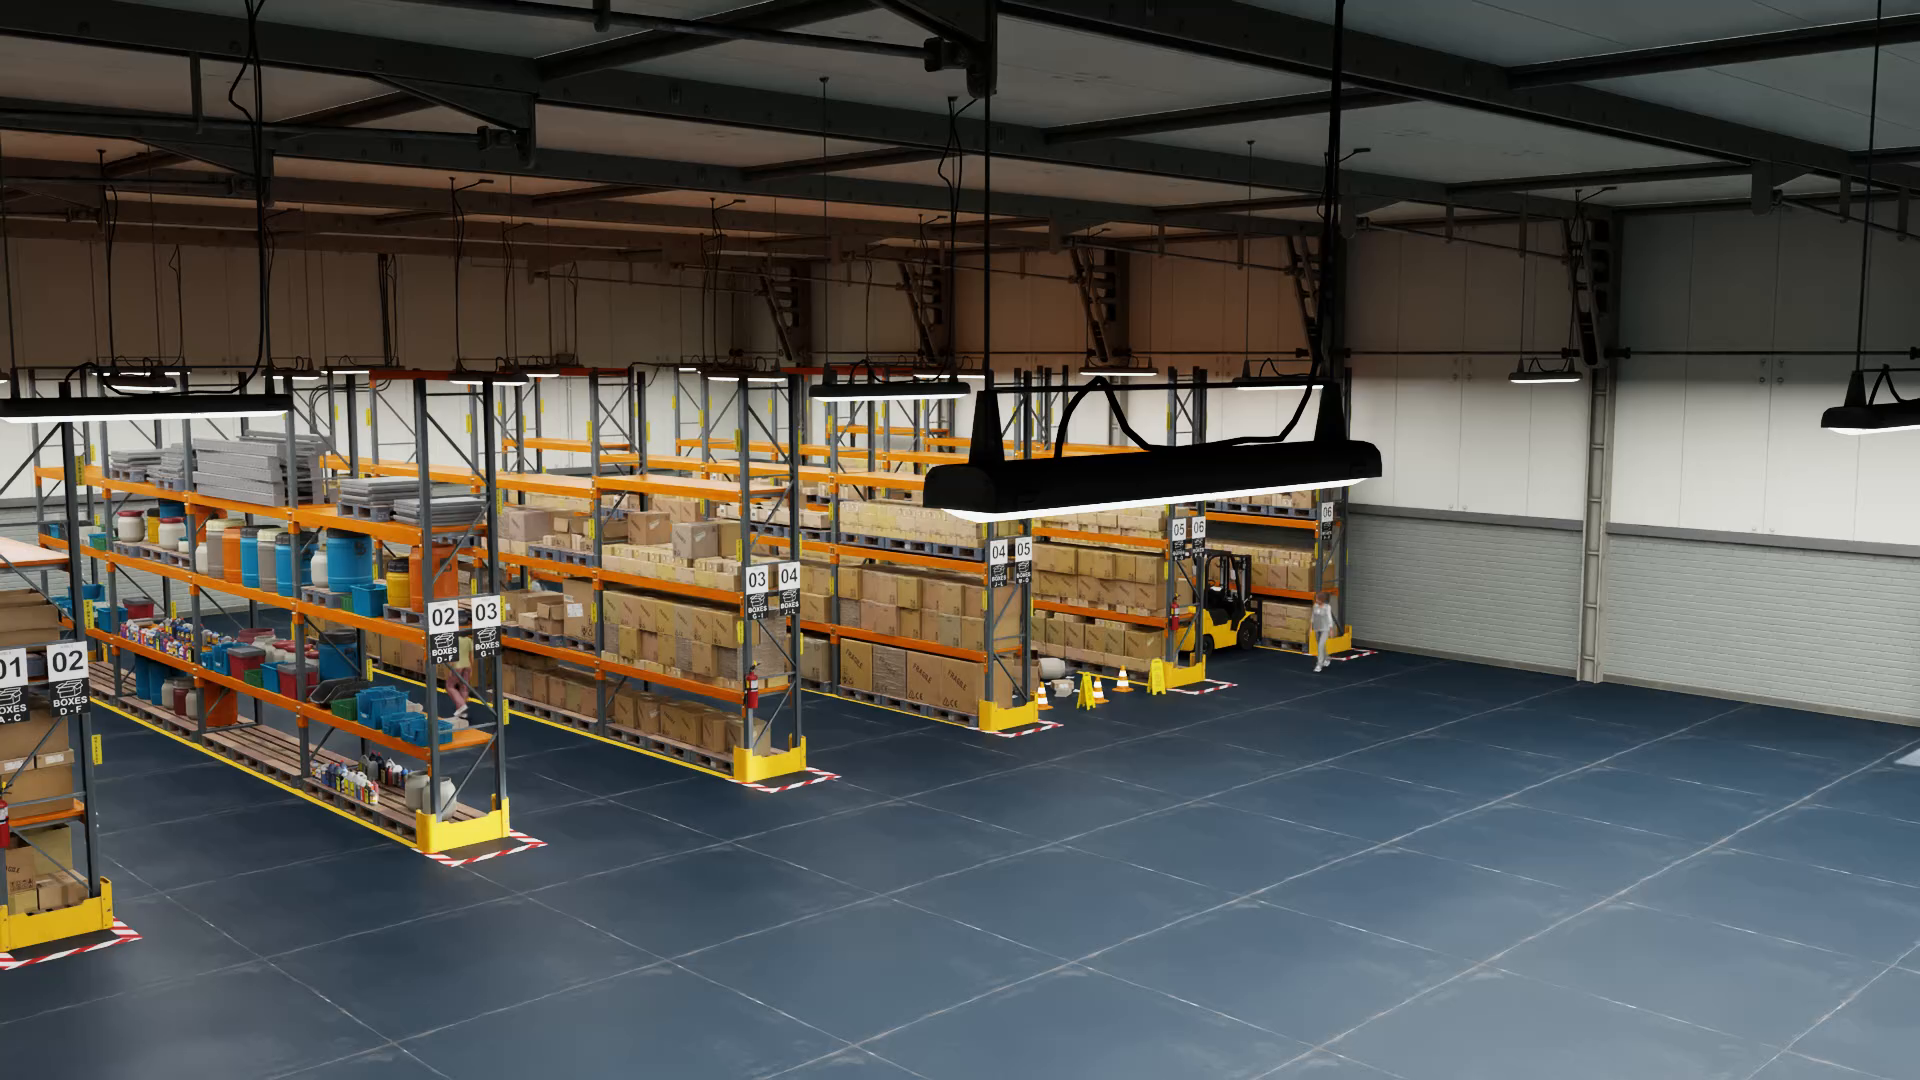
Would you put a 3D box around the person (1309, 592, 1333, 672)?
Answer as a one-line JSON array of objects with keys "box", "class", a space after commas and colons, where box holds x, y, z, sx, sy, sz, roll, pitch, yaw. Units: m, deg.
[{"box": [7.237, 1.806, 33.222, 0.774, 1.557, 0.447, -6, 8, -40], "class": "person"}]

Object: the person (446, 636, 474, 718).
[{"box": [-8.619, 2.247, 28.793, 0.463, 1.671, 0.483, 6, 9, 43], "class": "person"}]

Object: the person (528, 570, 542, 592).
[{"box": [-9.151, 1.466, 35.706, 0.506, 1.646, 0.484, -4, 8, -34], "class": "person"}]
